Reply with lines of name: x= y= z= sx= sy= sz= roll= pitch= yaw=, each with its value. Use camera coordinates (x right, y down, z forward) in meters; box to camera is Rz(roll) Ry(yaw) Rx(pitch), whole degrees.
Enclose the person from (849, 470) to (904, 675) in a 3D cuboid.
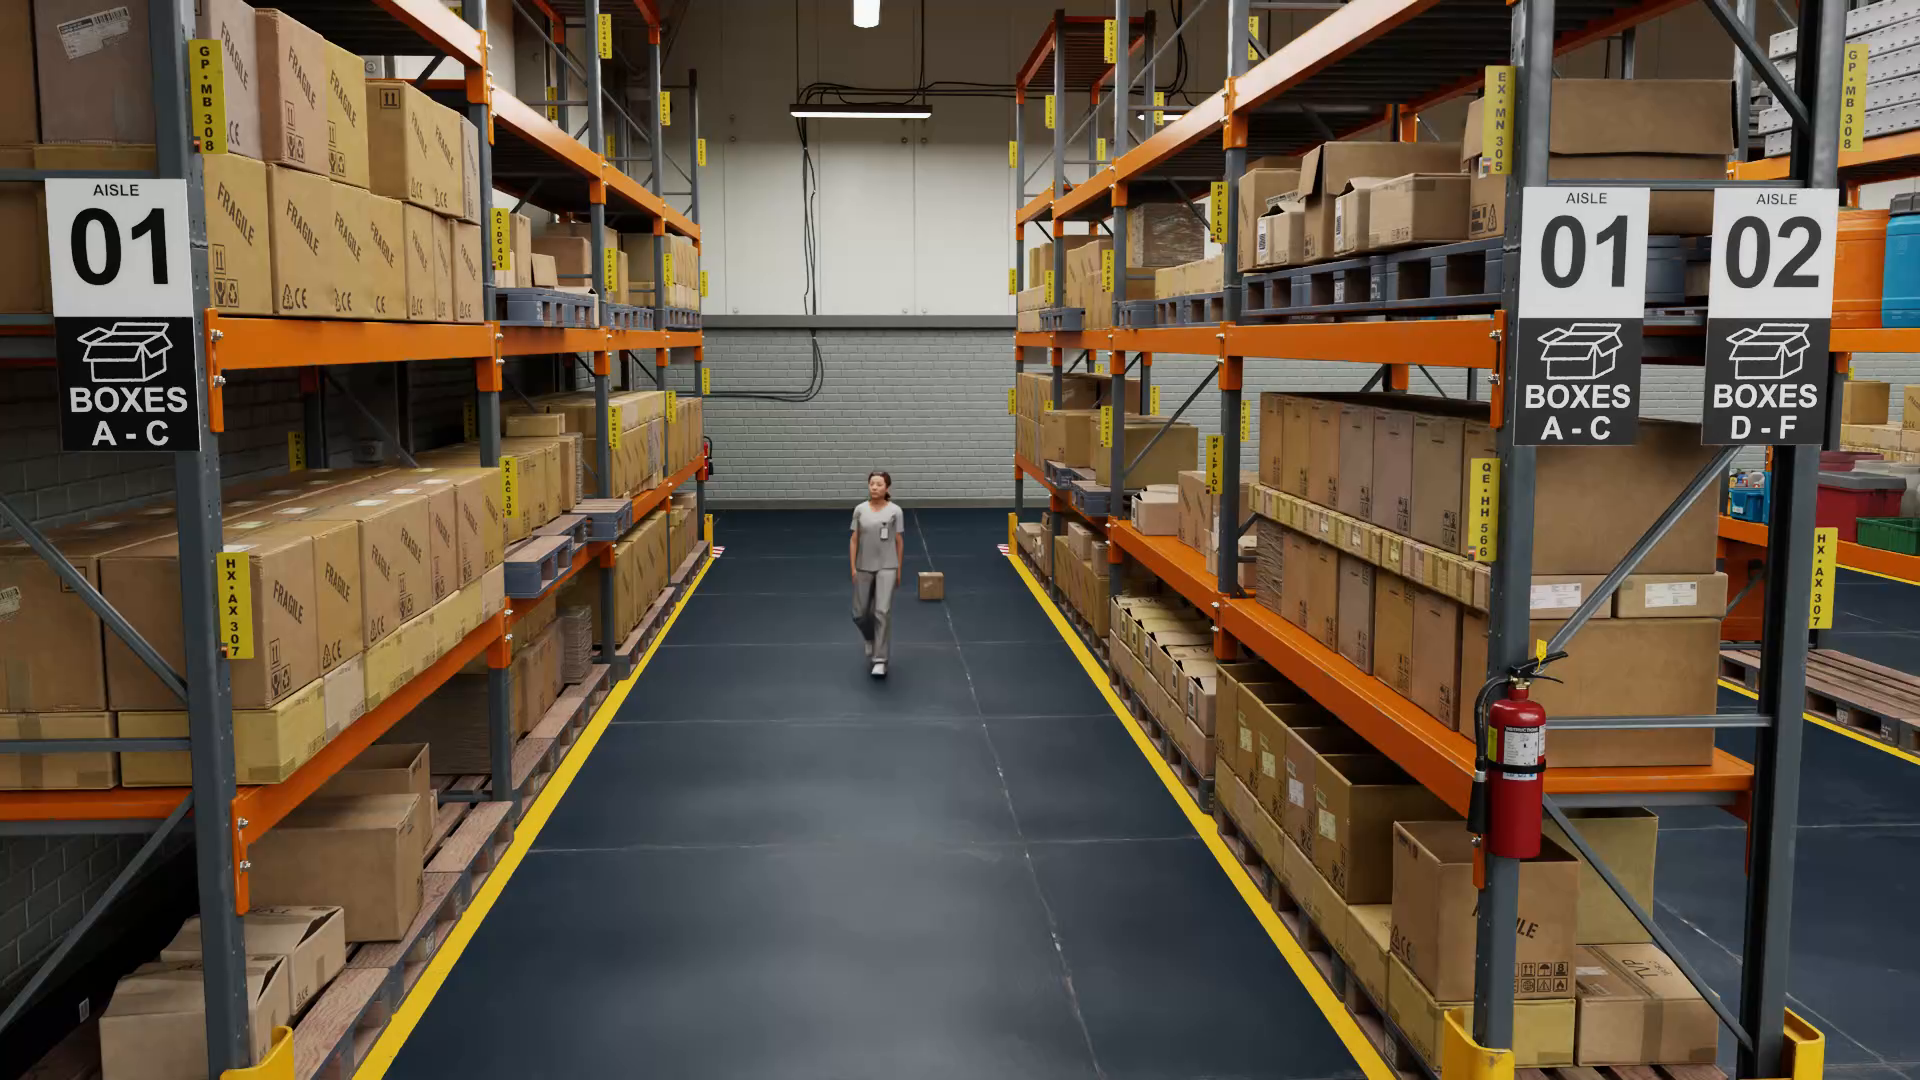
person: x=-0.681 y=0.242 z=13.681 sx=0.444 sy=1.649 sz=0.737 roll=1 pitch=7 yaw=8
